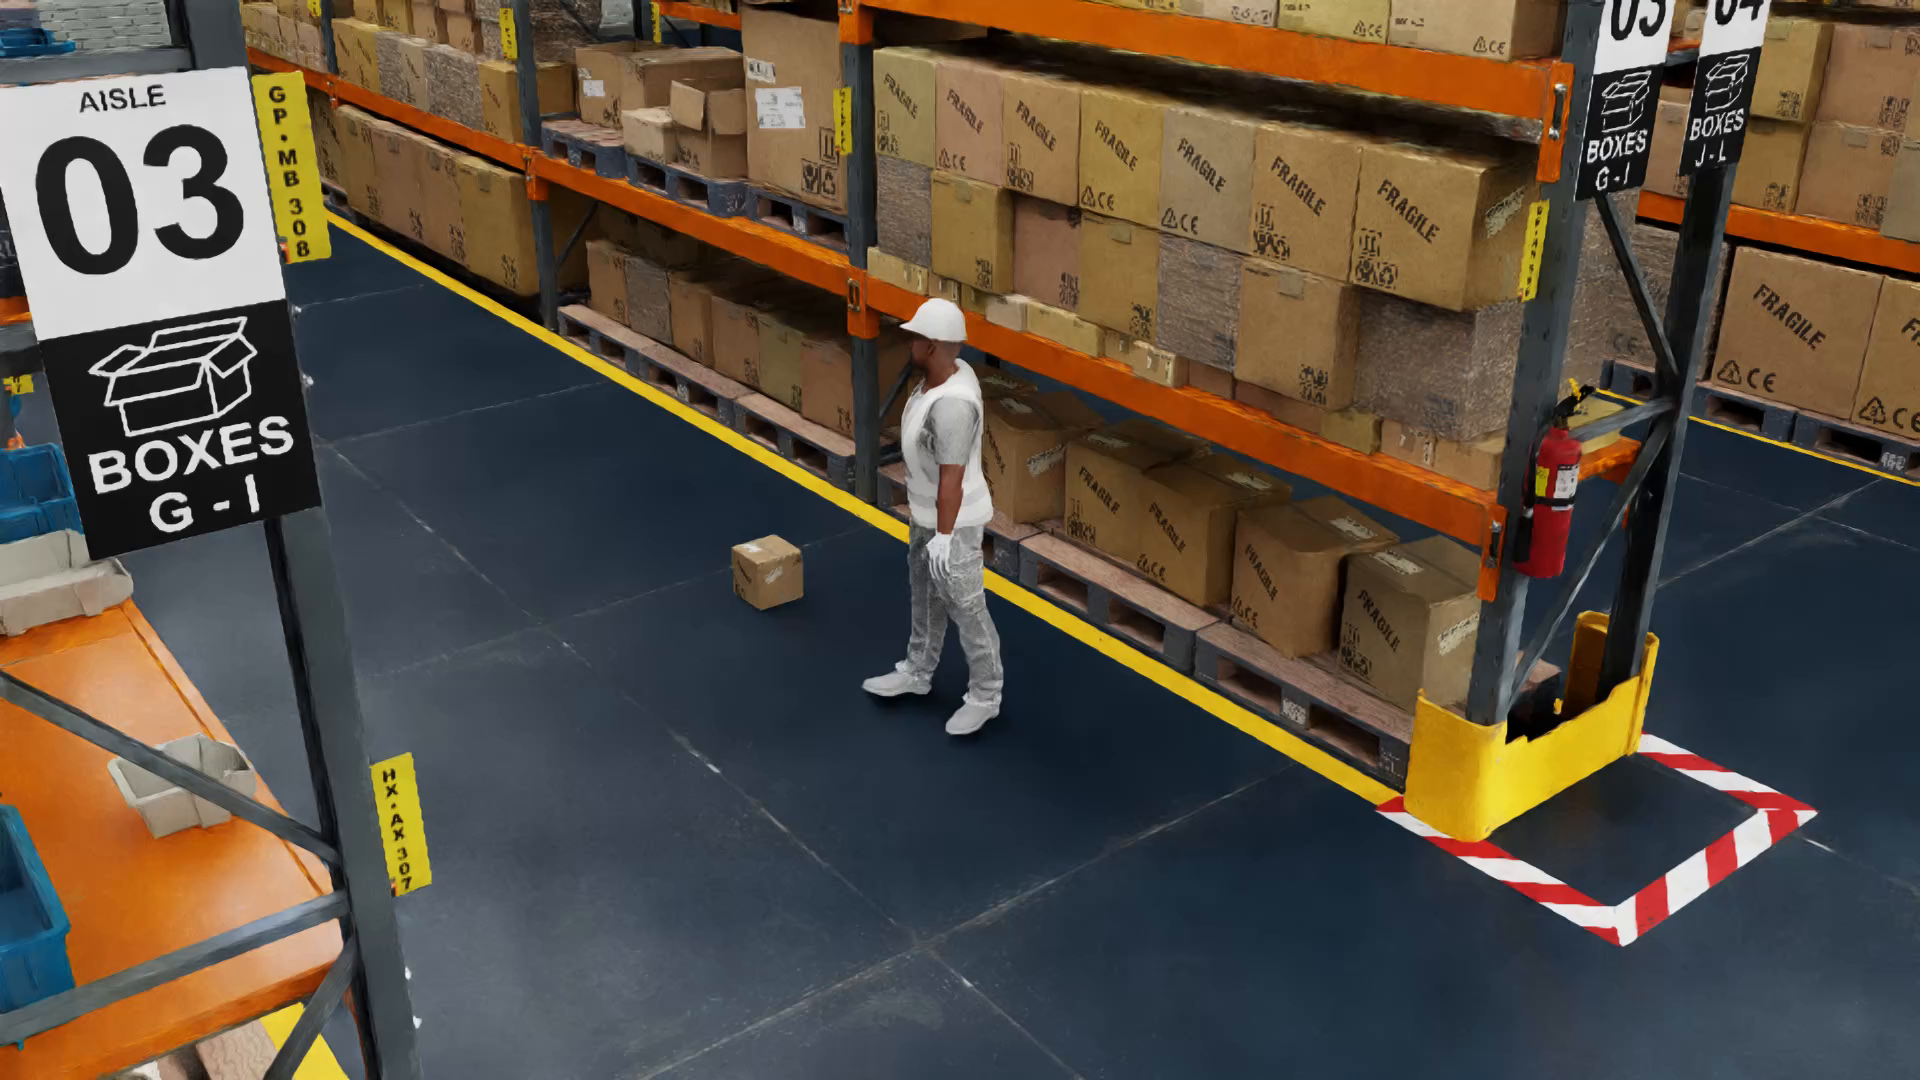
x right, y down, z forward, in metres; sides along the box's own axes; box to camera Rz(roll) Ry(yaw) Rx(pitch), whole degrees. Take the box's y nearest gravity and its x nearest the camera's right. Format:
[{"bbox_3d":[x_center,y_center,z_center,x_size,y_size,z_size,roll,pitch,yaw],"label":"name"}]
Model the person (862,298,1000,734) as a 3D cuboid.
[{"bbox_3d":[-0.131,-0.113,6.763,0.563,1.783,0.670,-4,25,-8],"label":"person"}]
